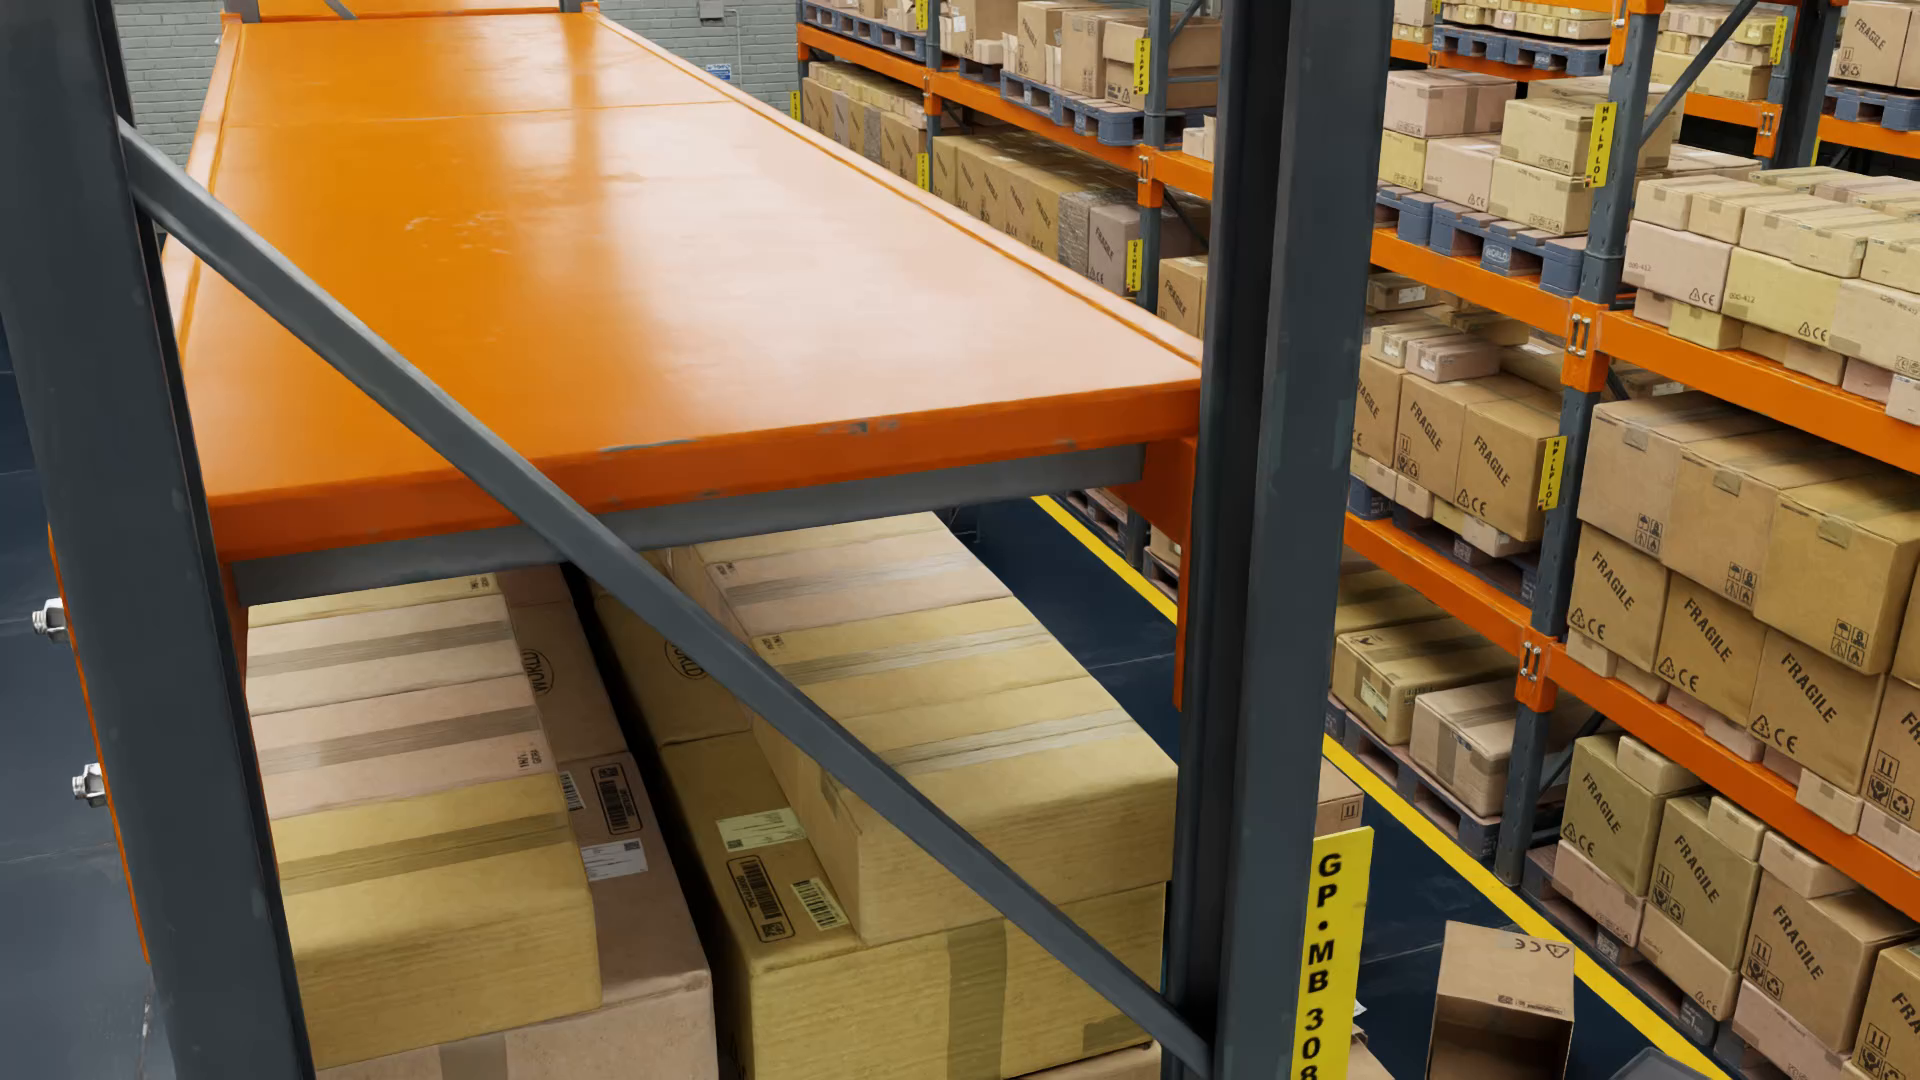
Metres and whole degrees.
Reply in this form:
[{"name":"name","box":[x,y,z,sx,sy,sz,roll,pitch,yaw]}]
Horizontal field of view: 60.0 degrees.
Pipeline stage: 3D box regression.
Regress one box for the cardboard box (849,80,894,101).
[{"name":"cardboard box","box":[-0.830,-4.256,15.734,0.380,0.149,0.250,-9,24,-20]}]

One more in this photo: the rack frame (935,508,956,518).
[{"name":"rack frame","box":[-0.145,-0.702,11.870,0.240,1.200,0.015,-8,24,-19]}]

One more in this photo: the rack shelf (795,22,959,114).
[{"name":"rack shelf","box":[-0.499,-4.511,15.654,1.077,0.370,4.000,-8,24,-19]}]

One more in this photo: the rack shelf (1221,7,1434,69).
[{"name":"rack shelf","box":[4.144,-5.193,17.273,1.077,0.370,4.000,-8,24,-19]}]

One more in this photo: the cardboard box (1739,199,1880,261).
[{"name":"cardboard box","box":[3.044,-1.113,5.964,0.380,0.149,0.250,-9,25,-21]}]

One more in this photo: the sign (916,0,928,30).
[{"name":"sign","box":[-0.311,-4.313,13.492,0.100,0.325,0.005,-8,24,-19]}]

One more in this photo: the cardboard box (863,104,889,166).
[{"name":"cardboard box","box":[-0.577,-3.743,15.351,0.500,0.500,0.500,-8,24,-18]}]

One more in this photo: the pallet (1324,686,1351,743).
[{"name":"pallet","box":[2.323,0.732,9.741,1.003,0.211,1.213,-8,24,-19]}]

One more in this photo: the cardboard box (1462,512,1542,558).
[{"name":"cardboard box","box":[2.594,-0.053,7.797,0.380,0.149,0.250,-8,24,-18]}]

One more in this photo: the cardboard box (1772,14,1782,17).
[{"name":"cardboard box","box":[6.330,-3.864,12.490,0.380,0.149,0.250,-8,24,-19]}]

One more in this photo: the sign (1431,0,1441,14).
[{"name":"sign","box":[4.345,-4.959,15.125,0.100,0.325,0.005,-8,24,-19]}]

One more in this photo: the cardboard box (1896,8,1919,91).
[{"name":"cardboard box","box":[6.563,-3.164,10.734,0.700,0.500,0.500,-9,24,-20]}]

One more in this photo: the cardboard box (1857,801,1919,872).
[{"name":"cardboard box","box":[3.404,1.002,5.835,0.380,0.149,0.250,-8,24,-19]}]

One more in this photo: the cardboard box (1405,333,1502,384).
[{"name":"cardboard box","box":[2.404,-0.887,8.105,0.380,0.149,0.250,-9,25,-21]}]

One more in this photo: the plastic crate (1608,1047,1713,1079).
[{"name":"plastic crate","box":[2.822,2.202,6.422,0.402,0.080,0.583,-18,29,-37]}]

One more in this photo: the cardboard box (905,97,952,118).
[{"name":"cardboard box","box":[-0.269,-3.810,14.675,0.380,0.149,0.250,-8,24,-19]}]

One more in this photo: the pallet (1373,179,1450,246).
[{"name":"pallet","box":[2.546,-1.737,8.390,1.213,0.211,1.003,-8,24,-19]}]

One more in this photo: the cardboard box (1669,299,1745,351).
[{"name":"cardboard box","box":[2.953,-0.843,6.349,0.380,0.149,0.250,-8,24,-19]}]

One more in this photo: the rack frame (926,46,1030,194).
[{"name":"rack frame","box":[0.208,-2.733,14.372,1.000,3.000,0.127,-8,24,-19]}]

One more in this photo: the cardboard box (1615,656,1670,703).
[{"name":"cardboard box","box":[2.983,0.533,6.948,0.380,0.149,0.250,-8,24,-17]}]

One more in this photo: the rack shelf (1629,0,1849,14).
[{"name":"rack shelf","box":[3.741,-1.531,4.727,1.077,0.370,4.000,-8,24,-19]}]

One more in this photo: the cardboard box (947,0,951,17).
[{"name":"cardboard box","box":[0.197,-4.644,14.245,0.500,0.500,0.500,-8,24,-18]}]

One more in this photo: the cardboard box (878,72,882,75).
[{"name":"cardboard box","box":[-0.609,-4.718,16.831,0.380,0.149,0.250,-9,24,-20]}]

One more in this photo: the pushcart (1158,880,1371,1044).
[{"name":"pushcart","box":[0.919,1.713,7.200,1.648,0.377,0.936,-18,29,-37]}]

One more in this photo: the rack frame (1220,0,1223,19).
[{"name":"rack frame","box":[3.437,-4.869,19.440,1.000,3.000,0.127,-8,24,-19]}]

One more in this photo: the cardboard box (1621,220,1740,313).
[{"name":"cardboard box","box":[2.933,-1.079,6.396,0.500,0.250,0.500,-9,24,-20]}]

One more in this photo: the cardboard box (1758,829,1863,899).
[{"name":"cardboard box","box":[3.259,1.192,6.259,0.380,0.149,0.250,-7,24,-16]}]

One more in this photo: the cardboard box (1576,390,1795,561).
[{"name":"cardboard box","box":[2.987,-0.281,6.754,0.700,0.500,0.500,-9,24,-20]}]

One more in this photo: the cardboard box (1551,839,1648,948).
[{"name":"cardboard box","box":[2.990,1.499,7.332,0.500,0.250,0.500,-10,25,-21]}]

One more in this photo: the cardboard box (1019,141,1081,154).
[{"name":"cardboard box","box":[0.790,-2.925,13.412,0.500,0.500,0.500,-8,24,-18]}]

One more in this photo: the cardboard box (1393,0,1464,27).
[{"name":"cardboard box","box":[4.446,-5.007,15.715,0.500,0.250,0.500,-8,24,-19]}]

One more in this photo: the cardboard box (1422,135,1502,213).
[{"name":"cardboard box","box":[2.518,-1.710,7.735,0.500,0.250,0.500,-8,24,-18]}]

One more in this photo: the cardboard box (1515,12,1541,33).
[{"name":"cardboard box","box":[4.947,-4.388,14.090,0.380,0.149,0.250,-9,24,-20]}]

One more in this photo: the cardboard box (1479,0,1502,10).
[{"name":"cardboard box","box":[4.756,-4.705,14.459,0.380,0.149,0.250,-9,24,-20]}]

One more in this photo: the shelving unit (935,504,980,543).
[{"name":"shelving unit","box":[-0.058,-0.613,11.660,0.258,1.200,0.503,-8,24,-19]}]

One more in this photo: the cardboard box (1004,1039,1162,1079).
[{"name":"cardboard box","box":[0.031,0.668,2.094,0.380,0.149,0.250,-8,24,-19]}]

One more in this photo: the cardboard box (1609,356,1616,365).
[{"name":"cardboard box","box":[5.558,-1.501,14.127,0.500,0.500,0.500,-7,24,-17]}]

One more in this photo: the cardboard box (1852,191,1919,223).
[{"name":"cardboard box","box":[3.522,-1.184,6.132,0.380,0.149,0.250,-8,24,-18]}]

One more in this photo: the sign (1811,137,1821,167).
[{"name":"sign","box":[3.539,-1.524,6.976,0.100,0.325,0.005,-8,24,-19]}]

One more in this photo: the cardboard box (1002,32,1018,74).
[{"name":"cardboard box","box":[0.526,-3.535,12.045,0.396,0.266,0.258,-6,24,-15]}]

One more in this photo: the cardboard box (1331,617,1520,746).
[{"name":"cardboard box","box":[2.589,0.740,8.975,0.950,0.372,0.625,-7,24,-16]}]

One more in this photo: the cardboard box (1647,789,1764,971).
[{"name":"cardboard box","box":[3.190,1.346,6.728,0.500,0.500,0.500,-7,24,-17]}]

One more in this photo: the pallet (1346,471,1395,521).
[{"name":"pallet","box":[2.359,-0.478,9.268,1.003,0.211,1.213,-8,24,-19]}]

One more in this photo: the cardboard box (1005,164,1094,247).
[{"name":"cardboard box","box":[0.663,-2.490,12.380,0.500,0.500,0.500,-9,24,-20]}]

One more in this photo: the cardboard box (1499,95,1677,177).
[{"name":"cardboard box","box":[2.710,-1.756,7.202,0.500,0.250,0.500,-8,24,-18]}]

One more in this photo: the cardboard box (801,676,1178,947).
[{"name":"cardboard box","box":[0.032,0.305,1.931,0.380,0.149,0.250,-8,24,-18]}]

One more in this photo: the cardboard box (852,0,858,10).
[{"name":"cardboard box","box":[-0.723,-5.216,15.848,0.500,0.311,0.500,-8,24,-18]}]

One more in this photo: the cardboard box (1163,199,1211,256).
[{"name":"cardboard box","box":[1.676,-1.999,11.215,0.500,0.500,0.500,-9,25,-21]}]

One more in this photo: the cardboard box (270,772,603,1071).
[{"name":"cardboard box","box":[-0.584,0.394,1.719,0.380,0.149,0.250,-8,24,-18]}]

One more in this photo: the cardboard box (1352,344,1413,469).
[{"name":"cardboard box","box":[2.303,-0.708,8.514,0.500,0.500,0.500,-7,24,-17]}]

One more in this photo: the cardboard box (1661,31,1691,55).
[{"name":"cardboard box","box":[5.642,-3.835,12.804,0.380,0.149,0.250,-8,24,-19]}]

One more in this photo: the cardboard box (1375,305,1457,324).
[{"name":"cardboard box","box":[2.606,-0.961,9.116,0.500,0.500,0.500,-9,25,-21]}]

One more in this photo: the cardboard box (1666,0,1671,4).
[{"name":"cardboard box","box":[5.634,-4.409,13.758,0.380,0.149,0.250,-8,24,-18]}]

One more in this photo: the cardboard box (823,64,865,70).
[{"name":"cardboard box","box":[-1.180,-4.740,16.882,0.380,0.149,0.250,-8,24,-18]}]

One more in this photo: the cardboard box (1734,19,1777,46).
[{"name":"cardboard box","box":[5.865,-3.680,12.055,0.380,0.149,0.250,-8,24,-17]}]

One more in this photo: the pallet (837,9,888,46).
[{"name":"pallet","box":[-0.498,-4.816,15.566,1.003,0.211,1.213,-8,24,-19]}]

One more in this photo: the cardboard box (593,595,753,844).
[{"name":"cardboard box","box":[-0.259,0.258,2.554,0.500,0.250,0.500,-9,24,-20]}]

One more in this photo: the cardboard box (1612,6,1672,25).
[{"name":"cardboard box","box":[5.407,-4.152,13.173,0.380,0.149,0.250,-8,24,-19]}]
